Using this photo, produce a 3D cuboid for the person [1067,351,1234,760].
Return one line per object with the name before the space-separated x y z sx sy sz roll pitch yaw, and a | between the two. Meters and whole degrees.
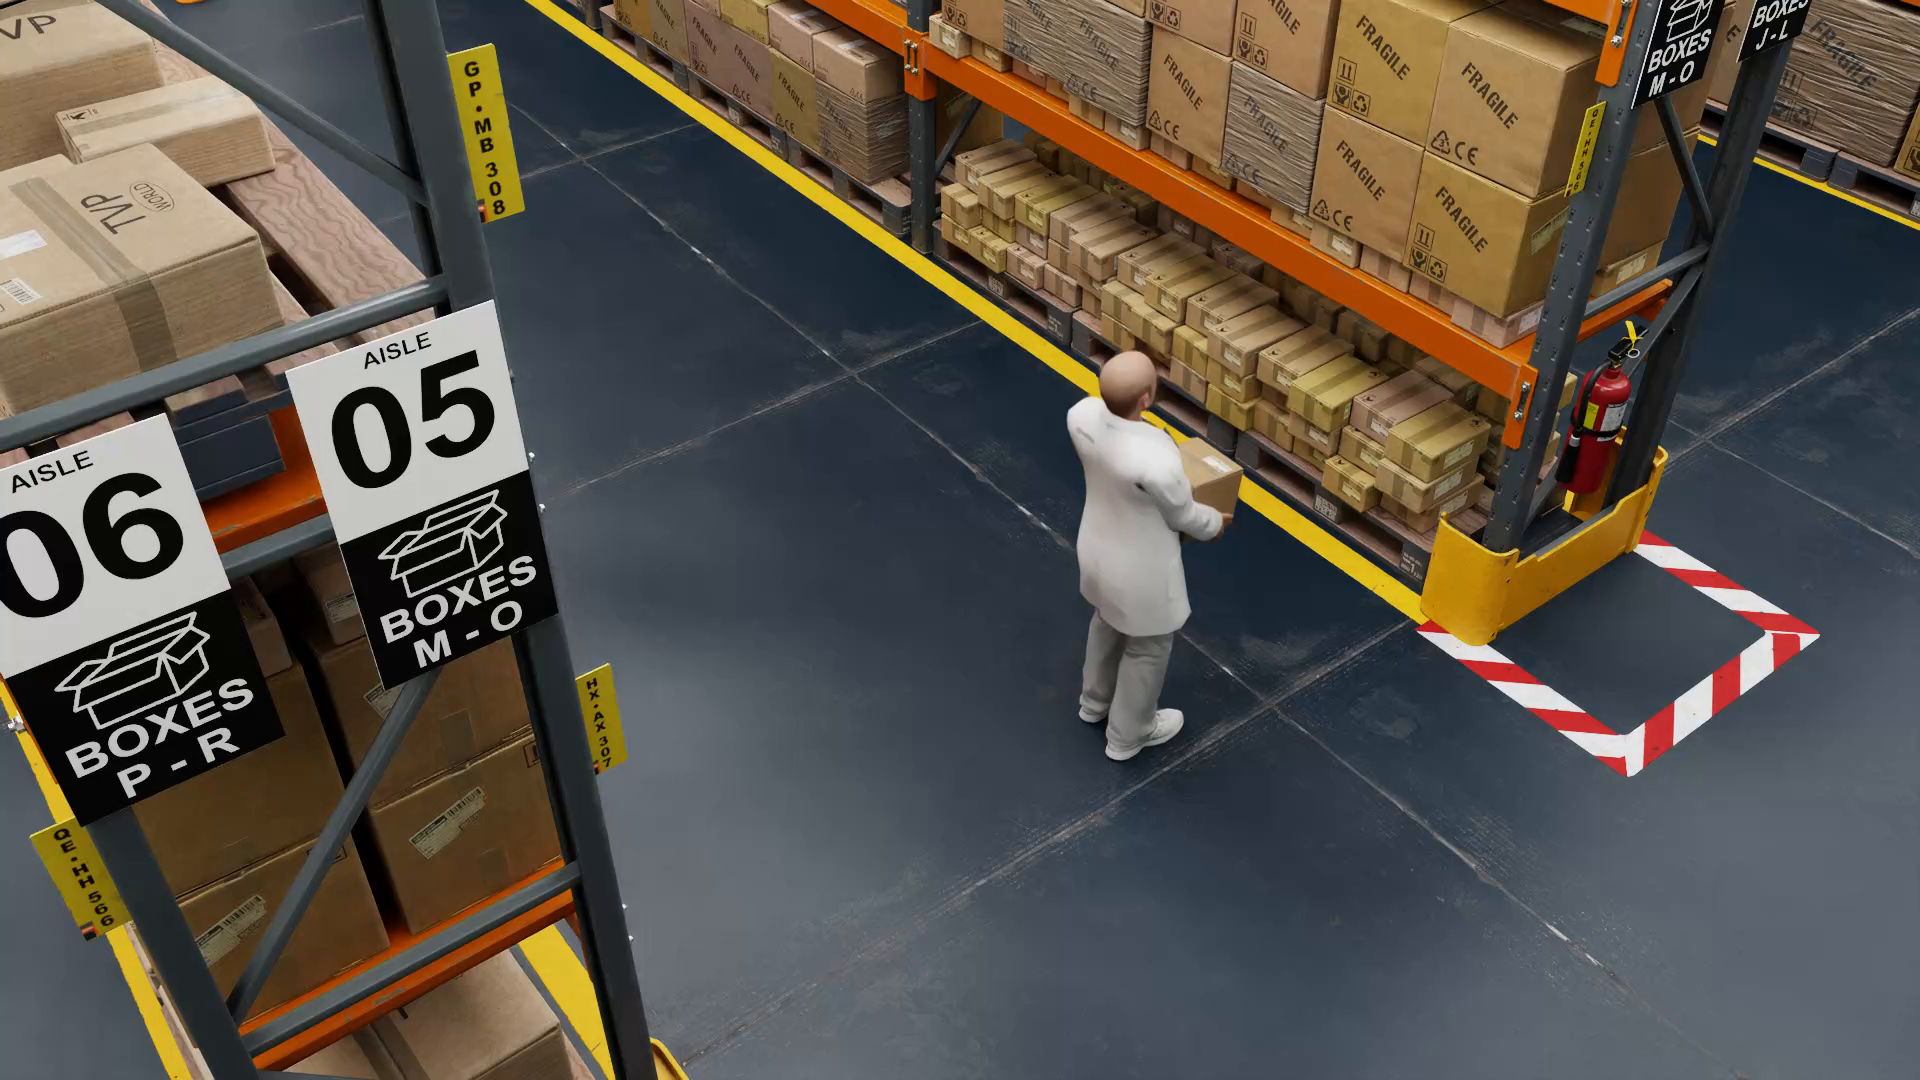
person | 1.471 -5.390 12.649 11.876 1.775 13.168 -25 46 -27
